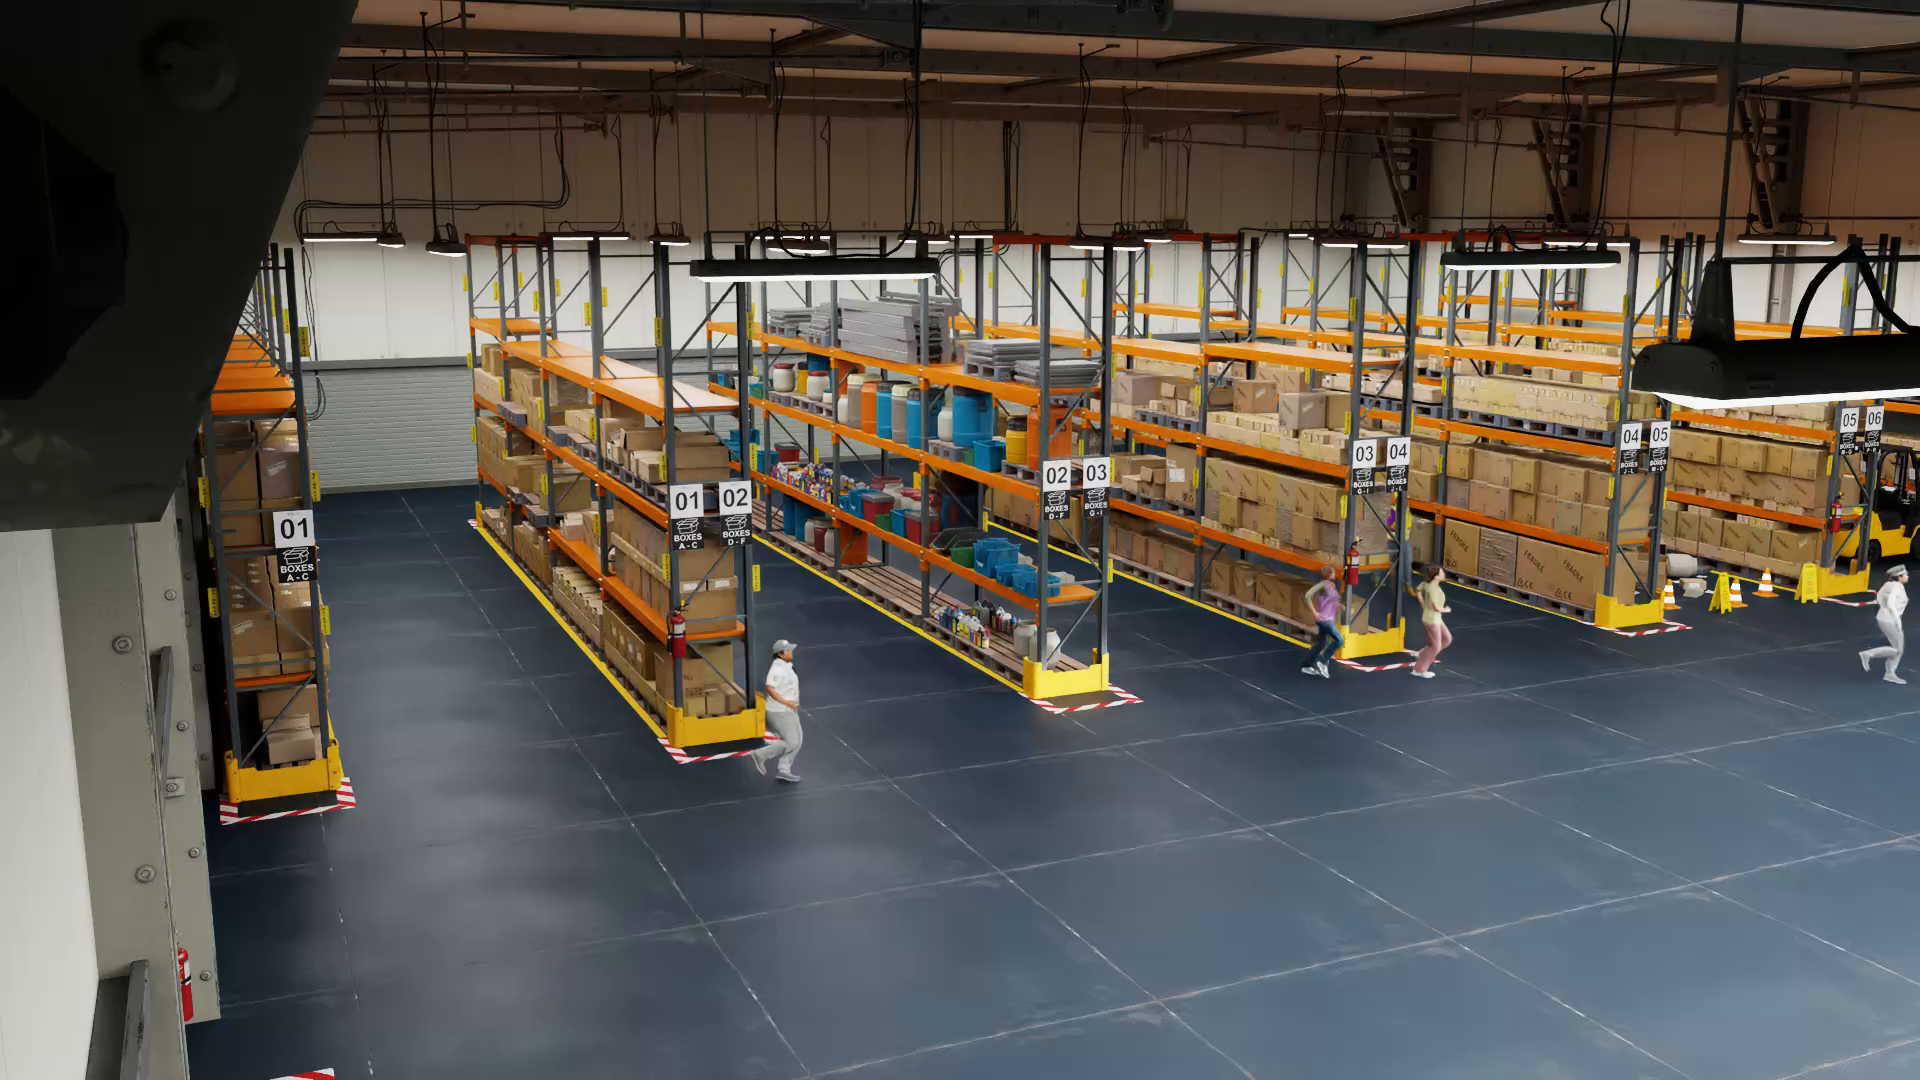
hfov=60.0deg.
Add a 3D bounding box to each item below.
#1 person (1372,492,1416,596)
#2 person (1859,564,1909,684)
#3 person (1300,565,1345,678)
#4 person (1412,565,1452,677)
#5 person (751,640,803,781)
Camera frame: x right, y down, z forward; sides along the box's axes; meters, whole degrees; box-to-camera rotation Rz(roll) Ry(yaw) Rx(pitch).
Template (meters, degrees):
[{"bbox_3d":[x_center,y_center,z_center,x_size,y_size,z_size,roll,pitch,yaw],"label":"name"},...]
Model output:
[{"bbox_3d":[7.429,0.014,28.370,0.640,1.796,0.890,-6,12,-27],"label":"person"},{"bbox_3d":[12.792,1.138,22.975,0.622,1.666,0.641,3,11,14],"label":"person"},{"bbox_3d":[5.086,1.121,23.187,0.607,1.557,0.542,5,12,23],"label":"person"},{"bbox_3d":[6.581,1.127,23.075,0.524,1.624,0.583,2,11,12],"label":"person"},{"bbox_3d":[-2.082,1.936,18.971,0.555,1.632,0.629,1,11,3],"label":"person"}]
